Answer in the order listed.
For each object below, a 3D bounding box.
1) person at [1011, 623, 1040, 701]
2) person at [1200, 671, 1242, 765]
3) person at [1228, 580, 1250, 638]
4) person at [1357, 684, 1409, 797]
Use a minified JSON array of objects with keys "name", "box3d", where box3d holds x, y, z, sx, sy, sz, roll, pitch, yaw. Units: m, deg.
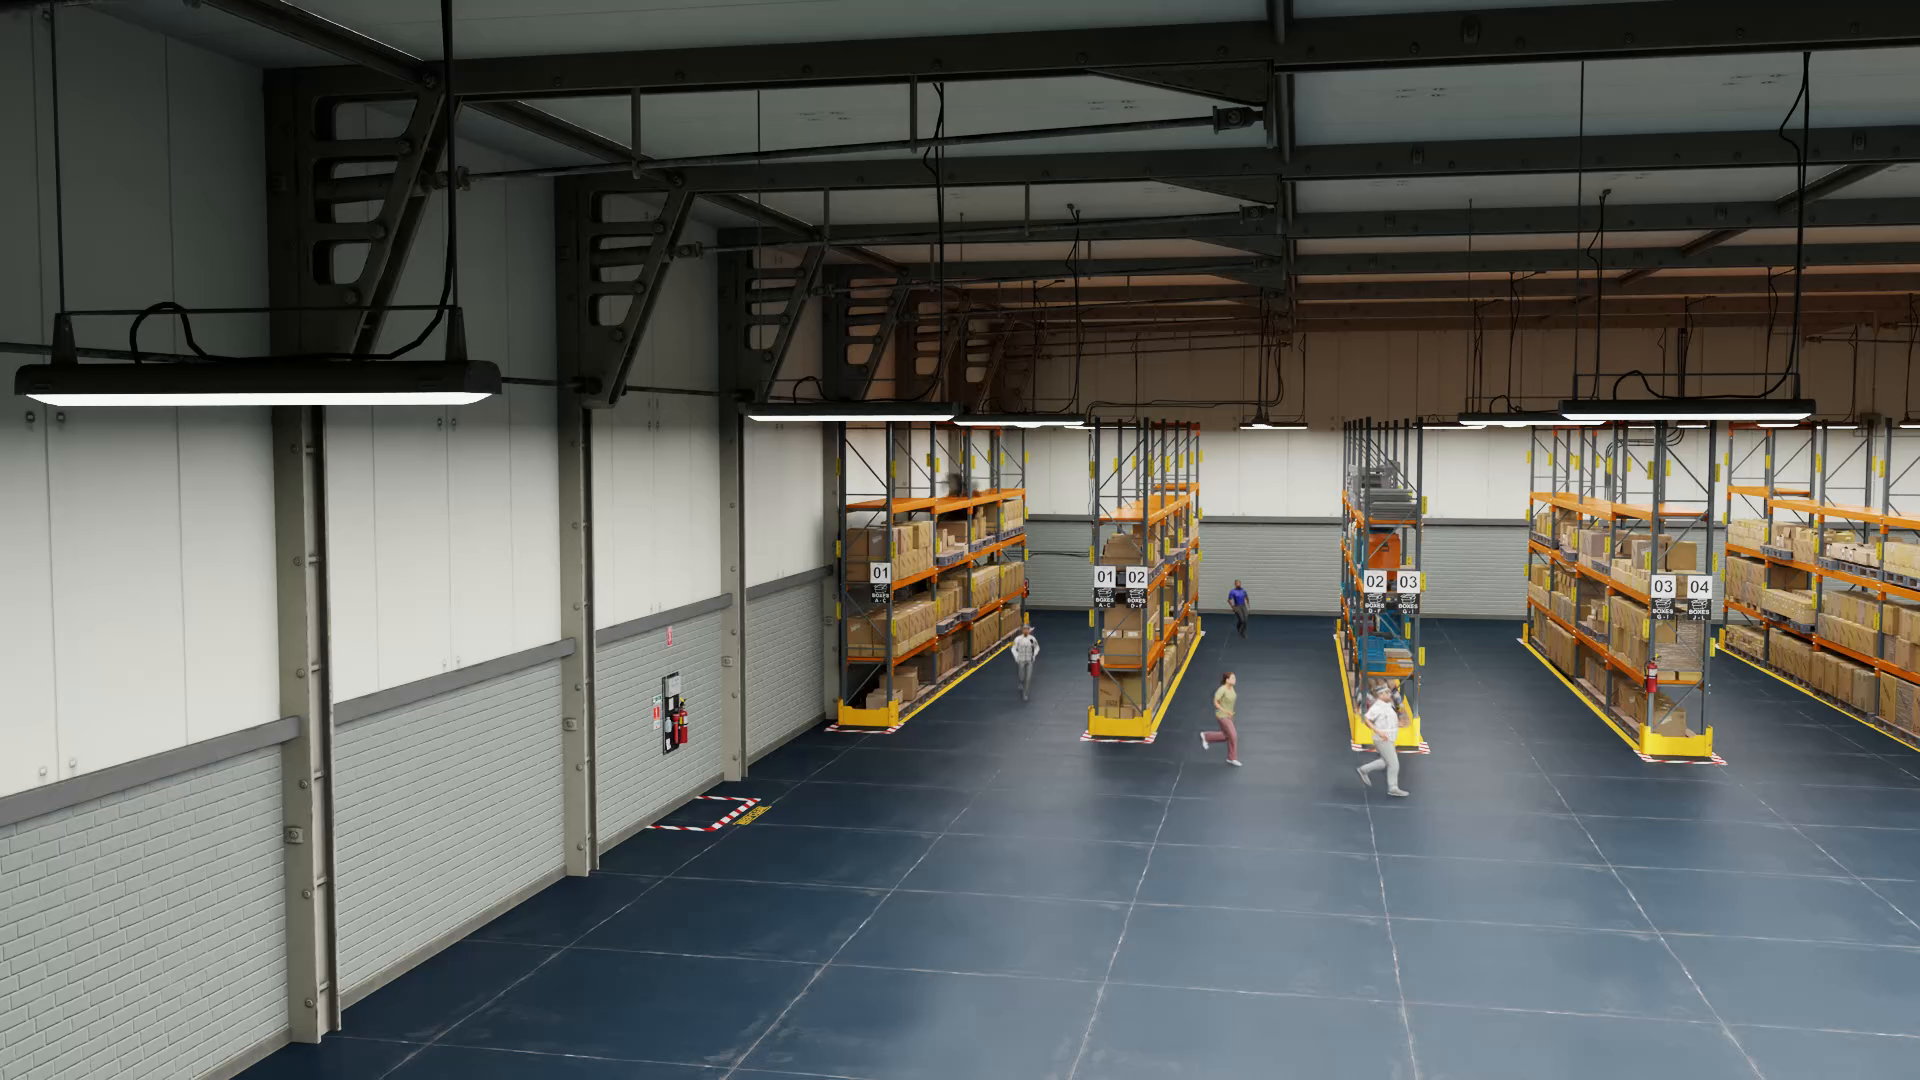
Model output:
[{"name":"person","box3d":[1.411,2.586,35.646,0.615,1.658,0.642,0,4,-2]},{"name":"person","box3d":[4.513,3.070,28.765,0.771,1.638,0.598,2,4,33]},{"name":"person","box3d":[7.821,1.926,46.416,0.610,1.615,0.496,-1,4,-18]},{"name":"person","box3d":[6.684,3.135,26.290,0.886,1.751,0.676,2,4,33]}]
